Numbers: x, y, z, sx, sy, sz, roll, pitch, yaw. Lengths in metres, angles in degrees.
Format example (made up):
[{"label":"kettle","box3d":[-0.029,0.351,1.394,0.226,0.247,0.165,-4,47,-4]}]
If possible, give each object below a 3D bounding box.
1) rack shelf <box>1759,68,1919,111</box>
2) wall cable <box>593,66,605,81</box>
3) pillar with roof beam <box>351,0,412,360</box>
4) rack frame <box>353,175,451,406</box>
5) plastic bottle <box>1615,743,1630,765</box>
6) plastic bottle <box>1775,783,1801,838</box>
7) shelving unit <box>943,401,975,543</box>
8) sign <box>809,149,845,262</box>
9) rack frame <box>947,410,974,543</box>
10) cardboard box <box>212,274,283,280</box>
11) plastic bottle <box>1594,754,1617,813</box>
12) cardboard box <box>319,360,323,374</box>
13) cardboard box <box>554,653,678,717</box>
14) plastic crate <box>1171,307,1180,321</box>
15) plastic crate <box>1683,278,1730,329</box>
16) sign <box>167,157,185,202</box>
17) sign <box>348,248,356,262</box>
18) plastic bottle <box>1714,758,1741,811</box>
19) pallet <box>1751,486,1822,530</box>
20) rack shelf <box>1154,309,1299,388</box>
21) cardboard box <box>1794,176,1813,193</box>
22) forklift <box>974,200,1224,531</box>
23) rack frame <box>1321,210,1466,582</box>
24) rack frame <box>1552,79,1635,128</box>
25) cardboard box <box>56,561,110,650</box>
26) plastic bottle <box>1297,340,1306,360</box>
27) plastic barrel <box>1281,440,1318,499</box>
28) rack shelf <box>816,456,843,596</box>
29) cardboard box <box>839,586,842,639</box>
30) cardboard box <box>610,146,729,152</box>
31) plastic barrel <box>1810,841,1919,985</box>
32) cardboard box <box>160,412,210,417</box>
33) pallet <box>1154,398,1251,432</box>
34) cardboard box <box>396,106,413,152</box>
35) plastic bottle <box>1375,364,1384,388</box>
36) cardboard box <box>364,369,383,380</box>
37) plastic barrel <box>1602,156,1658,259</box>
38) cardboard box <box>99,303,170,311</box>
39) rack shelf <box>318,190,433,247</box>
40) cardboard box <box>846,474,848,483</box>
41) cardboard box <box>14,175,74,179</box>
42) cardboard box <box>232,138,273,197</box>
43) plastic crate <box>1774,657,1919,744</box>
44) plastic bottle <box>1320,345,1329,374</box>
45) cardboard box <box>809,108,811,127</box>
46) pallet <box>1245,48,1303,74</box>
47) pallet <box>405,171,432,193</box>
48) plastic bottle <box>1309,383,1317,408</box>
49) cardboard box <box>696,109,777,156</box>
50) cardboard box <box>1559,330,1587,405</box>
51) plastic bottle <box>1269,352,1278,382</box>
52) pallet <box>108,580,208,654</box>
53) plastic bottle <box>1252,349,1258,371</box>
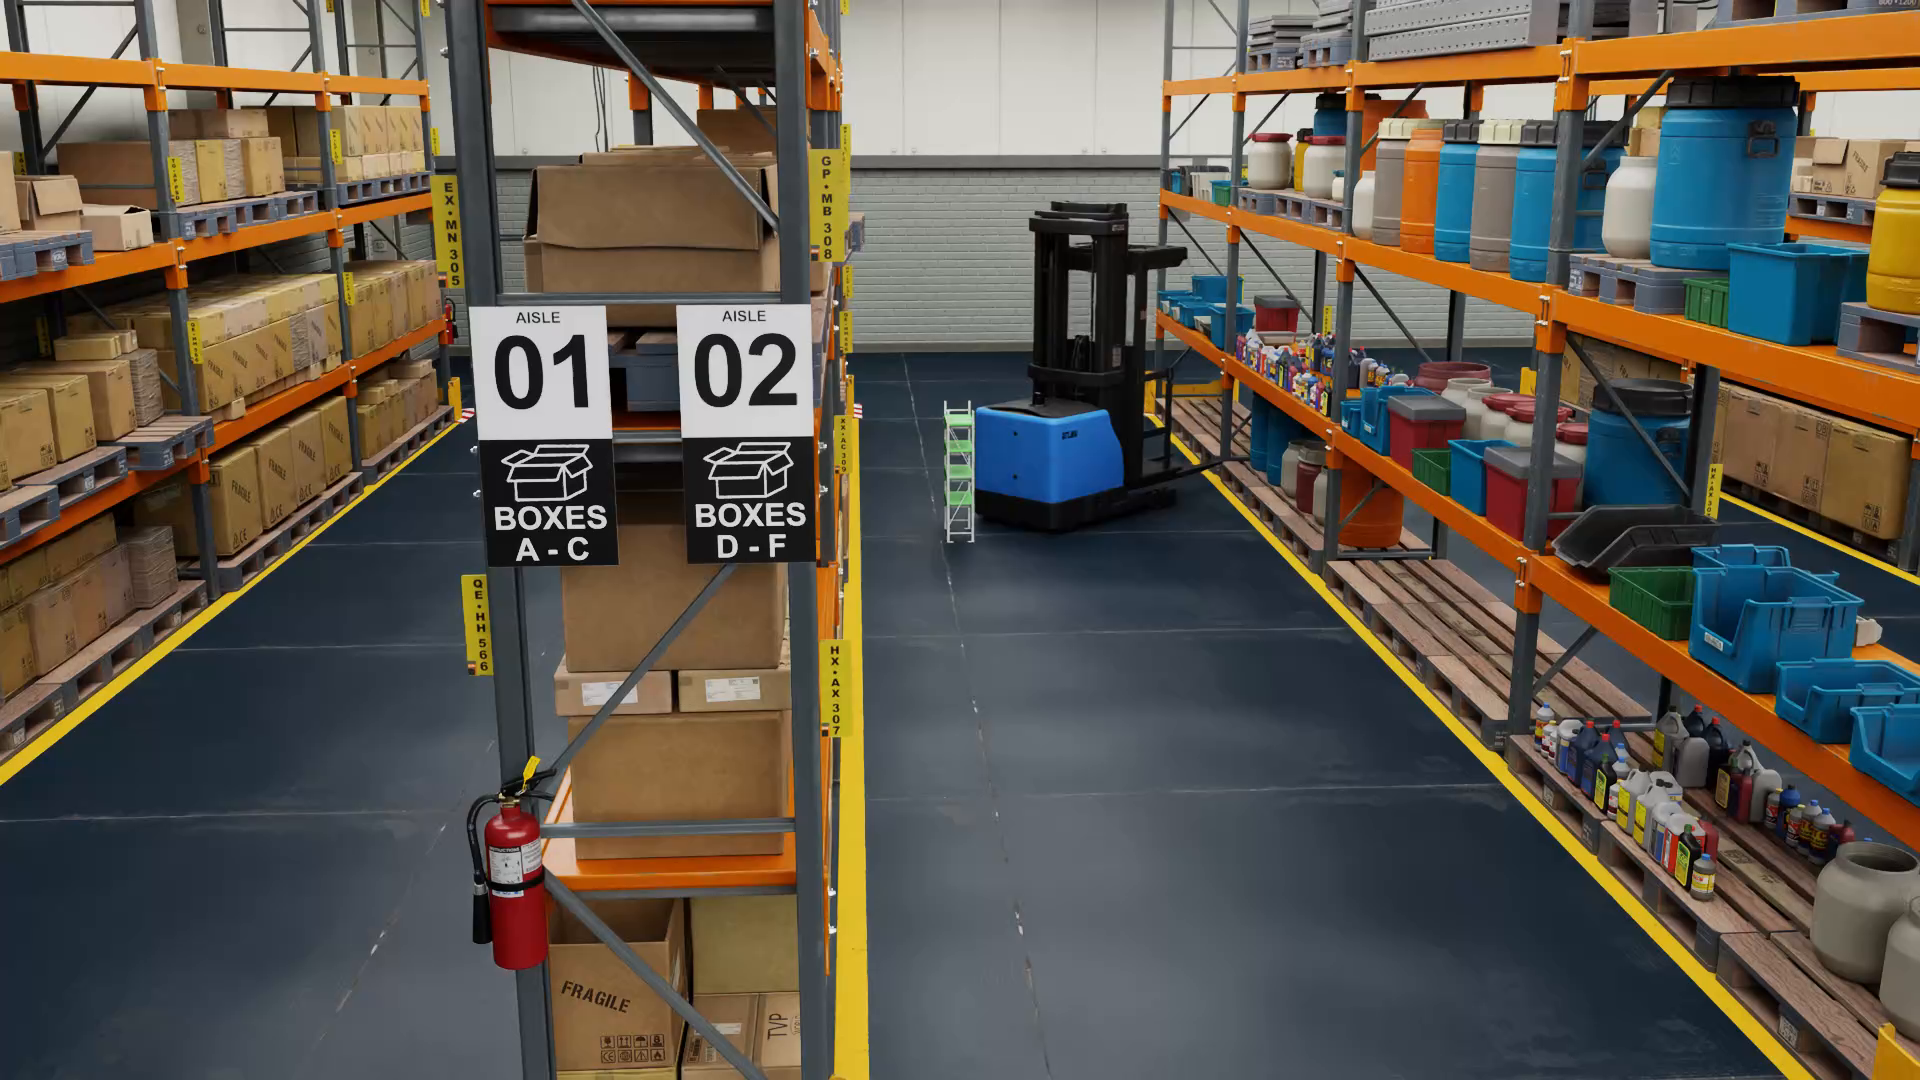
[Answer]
[{"label":"rack shelf","box3d":[8.321,-4.066,15.016,1.077,0.370,4.000,-1,14,-3]},{"label":"wall cable","box3d":[-4.176,-8.267,25.192,3.097,2.526,0.112,-1,14,-3]},{"label":"pillar with roof beam","box3d":[-3.616,-6.595,22.600,9.100,9.000,0.400,-1,14,-3]},{"label":"rack frame","box3d":[-6.882,-2.965,20.532,1.000,3.000,0.127,-1,14,-3]},{"label":"plastic bottle","box3d":[3.515,1.216,8.874,0.097,0.271,0.097,0,14,0]},{"label":"plastic bottle","box3d":[4.156,1.353,8.341,0.097,0.271,0.097,0,14,0]},{"label":"shelving unit","box3d":[-0.010,-0.622,15.037,0.258,1.200,0.503,-1,14,-3]},{"label":"sign","box3d":[-0.393,-0.985,4.902,0.100,0.325,0.005,-1,14,-3]},{"label":"rack frame","box3d":[0.005,-0.562,14.801,0.240,1.200,0.015,-1,14,-3]},{"label":"cardboard box","box3d":[-6.866,-2.417,16.060,0.500,0.250,0.500,0,14,-2]},{"label":"plastic bottle","box3d":[3.365,1.264,8.661,0.061,0.283,0.133,0,14,-1]},{"label":"cardboard box","box3d":[-6.321,-1.651,15.889,0.380,0.149,0.250,0,14,-2]},{"label":"cardboard box","box3d":[-1.161,0.482,5.632,0.380,0.149,0.250,-1,14,-4]},{"label":"plastic crate","box3d":[2.672,-2.703,19.922,0.250,0.136,0.298,-1,14,-3]},{"label":"plastic crate","box3d":[3.575,-1.087,7.638,0.336,0.188,0.450,-1,14,-3]},{"label":"sign","box3d":[-5.845,-2.687,12.391,0.100,0.325,0.005,-1,14,-3]},{"label":"sign","box3d":[-7.437,-3.416,20.386,0.100,0.325,0.005,-1,14,-3]},{"label":"plastic bottle","box3d":[4.008,1.260,8.677,0.061,0.283,0.133,-1,14,-3]},{"label":"pallet","box3d":[8.399,-0.355,15.981,1.003,0.211,1.213,-1,14,-3]},{"label":"rack shelf","box3d":[3.130,-2.272,19.282,1.077,0.370,4.000,-1,14,-3]},{"label":"cardboard box","box3d":[8.140,-3.362,15.714,0.380,0.149,0.250,-1,15,-6]},{"label":"forklift","box3d":[1.481,-1.803,16.153,1.130,2.935,3.031,13,19,41]},{"label":"rack frame","box3d":[3.501,-1.129,13.393,1.000,3.000,0.127,-1,14,-3]},{"label":"rack frame","box3d":[7.949,-6.100,20.676,1.000,3.000,0.127,-1,14,-3]},{"label":"cardboard box","box3d":[-6.315,0.453,11.379,0.700,0.500,0.500,-1,14,-4]},{"label":"plastic bottle","box3d":[3.477,-1.928,16.897,0.097,0.201,0.097,0,14,0]},{"label":"plastic barrel","box3d":[3.260,-0.669,15.755,0.421,0.512,0.421,0,14,0]},{"label":"rack shelf","box3d":[-1.319,-0.207,11.256,1.077,0.370,4.000,-1,14,-3]},{"label":"cardboard box","box3d":[-1.031,0.438,10.852,0.500,0.311,0.500,-1,14,-5]},{"label":"cardboard box","box3d":[-1.427,-1.701,8.275,0.500,0.500,0.500,0,14,1]},{"label":"plastic barrel","box3d":[3.849,1.575,7.034,0.421,0.512,0.421,0,14,0]},{"label":"cardboard box","box3d":[-6.176,-0.949,13.160,0.380,0.149,0.250,-1,14,-4]},{"label":"pallet","box3d":[3.018,-1.562,20.674,1.003,0.211,1.213,-1,14,-3]},{"label":"cardboard box","box3d":[-6.544,-4.658,18.843,0.500,0.500,0.500,0,14,-2]},{"label":"plastic bottle","box3d":[3.760,-1.438,14.854,0.097,0.271,0.097,0,14,0]},{"label":"cardboard box","box3d":[-6.883,-1.876,19.171,0.380,0.149,0.250,-1,14,-3]},{"label":"plastic barrel","box3d":[3.580,-1.734,8.659,0.421,0.512,0.421,0,14,0]},{"label":"cardboard box","box3d":[-6.702,-1.779,13.577,0.500,0.250,0.500,-1,14,-5]},{"label":"rack shelf","box3d":[-6.758,-3.572,18.314,1.077,0.370,4.000,-1,14,-3]},{"label":"cardboard box","box3d":[-1.250,-0.428,14.804,0.500,0.500,0.500,-1,14,-4]},{"label":"cardboard box","box3d":[-6.572,-2.304,11.700,0.500,0.500,0.500,-1,14,-3]},{"label":"cardboard box","box3d":[-6.590,-3.327,14.833,0.700,0.500,0.500,-1,14,-4]},{"label":"plastic crate","box3d":[3.633,0.652,6.773,0.499,0.251,0.408,-1,14,-3]},{"label":"plastic bottle","box3d":[3.531,-1.745,16.048,0.097,0.271,0.097,0,14,0]},{"label":"cardboard box","box3d":[-1.759,-4.154,16.923,0.700,0.500,0.500,-1,14,-3]},{"label":"pallet","box3d":[3.335,-4.538,15.788,1.003,0.211,1.213,-1,14,-3]},{"label":"pallet","box3d":[-6.826,-4.191,19.452,1.003,0.211,1.213,-1,14,-3]},{"label":"plastic bottle","box3d":[3.041,-1.237,14.213,0.097,0.201,0.097,0,14,0]},{"label":"cardboard box","box3d":[-1.194,-2.159,9.331,0.500,0.500,0.500,-1,14,-3]},{"label":"cardboard box","box3d":[8.069,-2.211,21.022,0.875,0.875,0.875,-1,14,-3]},{"label":"plastic bottle","box3d":[2.954,-1.623,15.572,0.097,0.271,0.097,0,14,0]},{"label":"pallet","box3d":[-6.340,0.569,12.391,1.003,0.211,1.213,-1,14,-3]},{"label":"plastic bottle","box3d":[2.911,-1.762,16.253,0.097,0.201,0.097,0,14,0]}]
